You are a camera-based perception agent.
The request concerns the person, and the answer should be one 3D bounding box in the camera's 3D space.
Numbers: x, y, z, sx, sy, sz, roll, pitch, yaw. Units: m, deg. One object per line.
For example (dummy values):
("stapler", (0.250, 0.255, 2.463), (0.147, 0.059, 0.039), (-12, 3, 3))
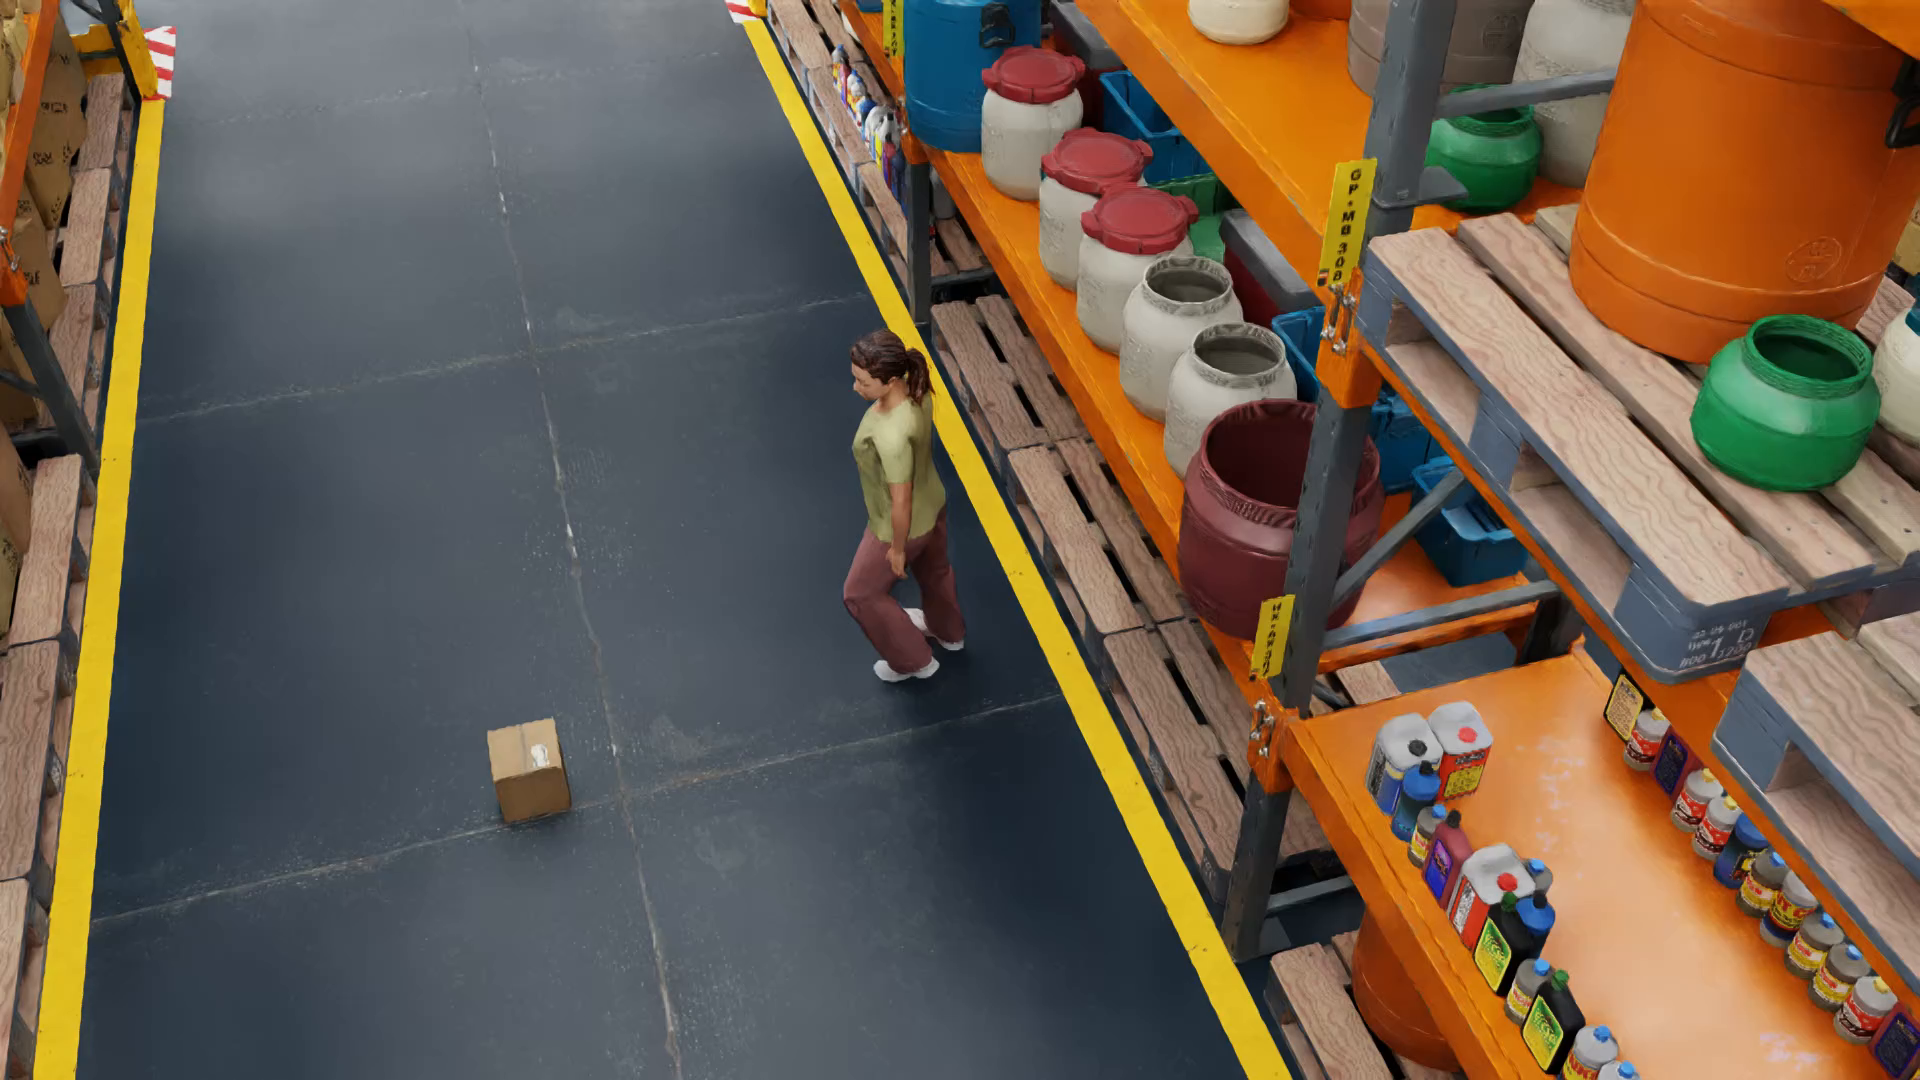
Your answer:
("person", (-0.205, -0.112, 6.277), (0.383, 1.683, 0.572), (13, 44, 14))
